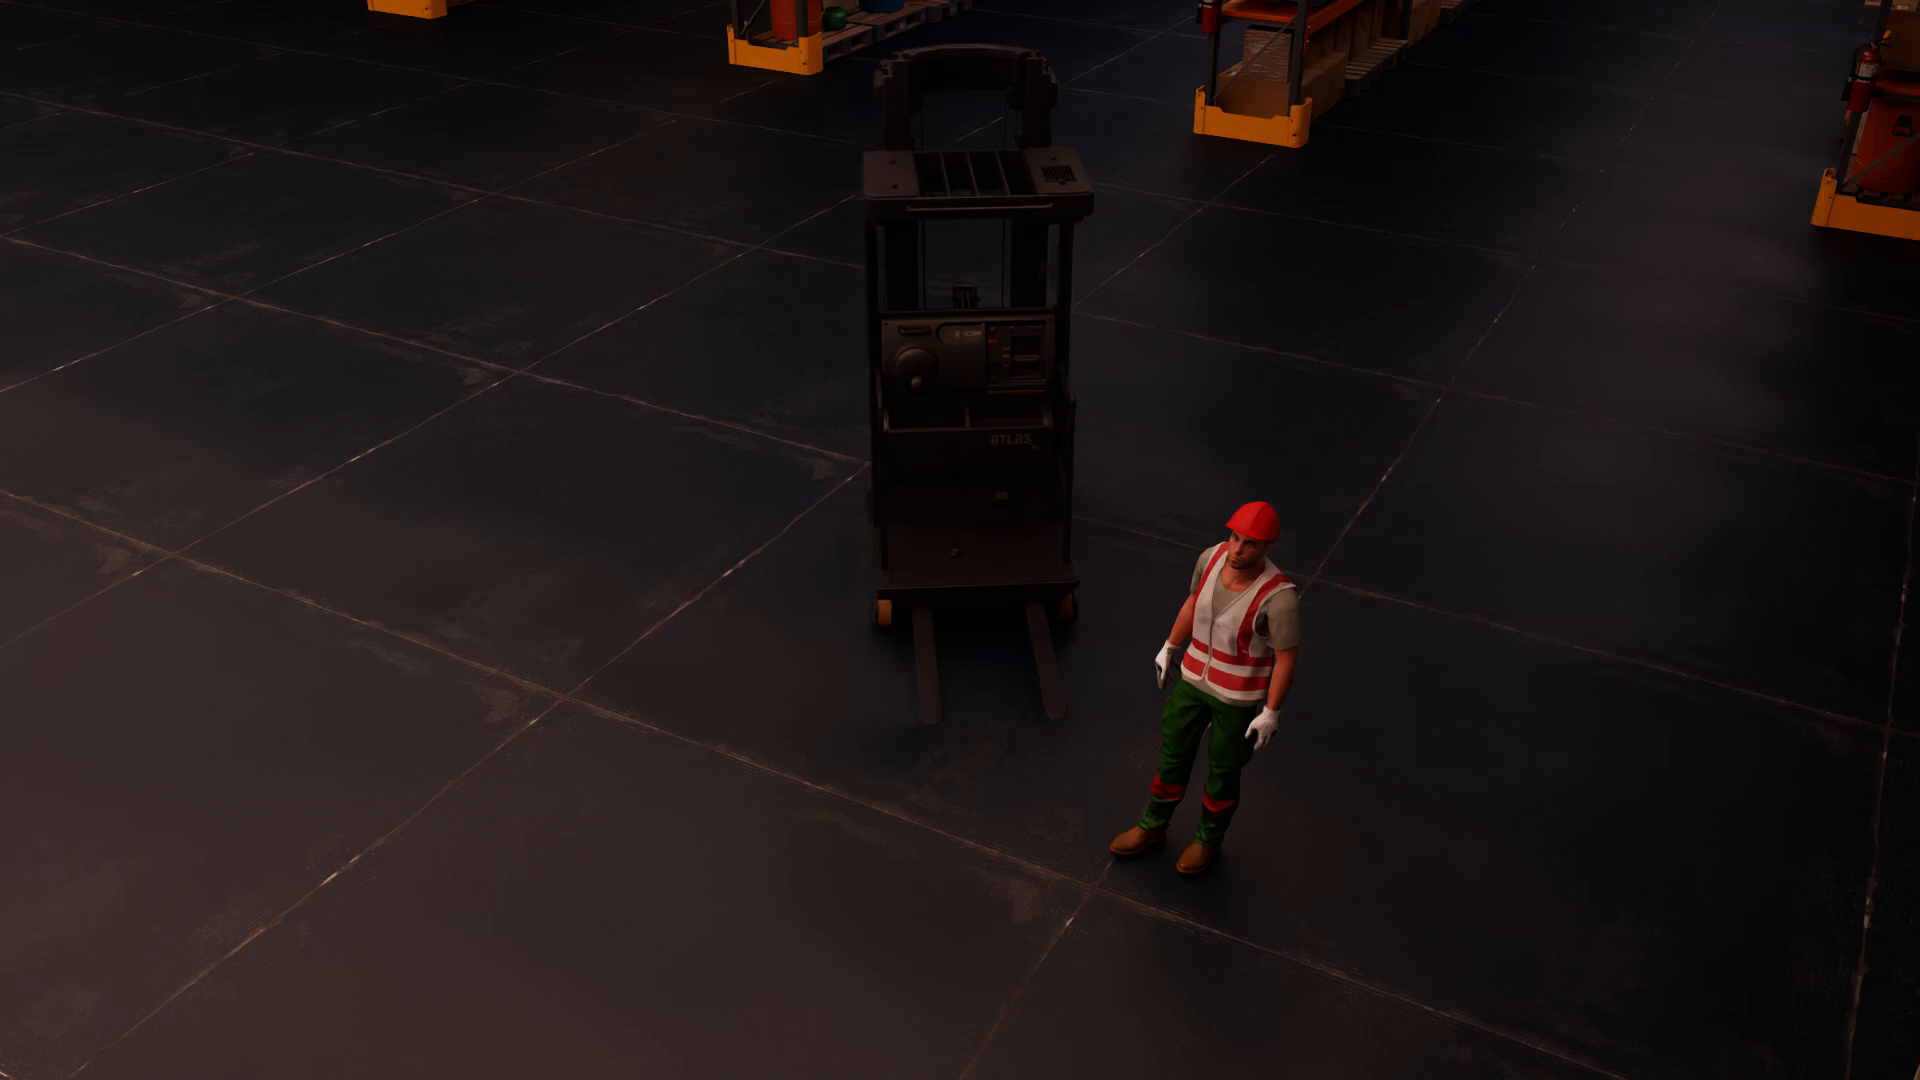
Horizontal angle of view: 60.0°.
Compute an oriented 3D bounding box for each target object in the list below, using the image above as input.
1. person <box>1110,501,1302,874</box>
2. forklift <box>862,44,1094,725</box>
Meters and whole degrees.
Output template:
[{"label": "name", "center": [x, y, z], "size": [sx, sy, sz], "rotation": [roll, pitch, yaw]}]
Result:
[{"label": "person", "center": [1.060, 0.653, 7.068], "size": [0.565, 1.788, 0.641], "rotation": [-25, 38, -36]}, {"label": "forklift", "center": [0.064, -0.955, 8.725], "size": [1.130, 2.935, 3.031], "rotation": [-2, 30, -3]}]
